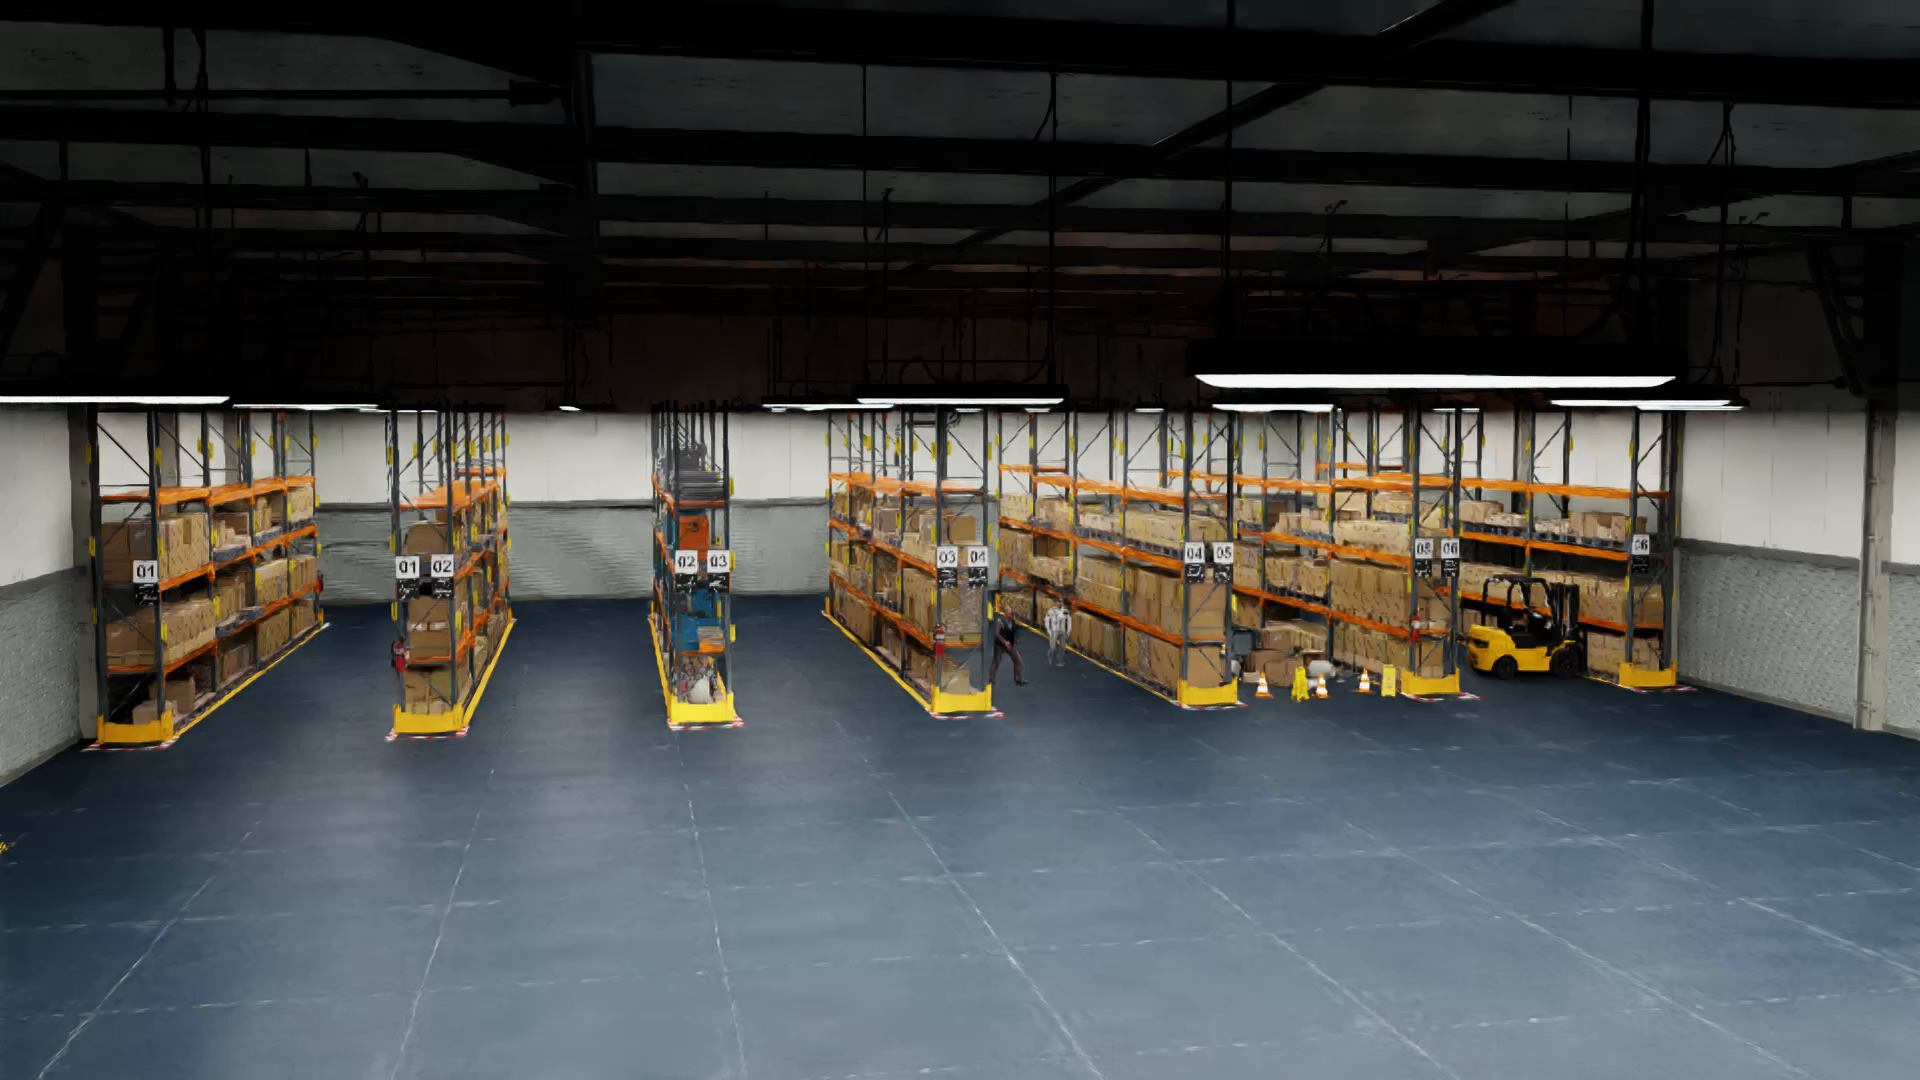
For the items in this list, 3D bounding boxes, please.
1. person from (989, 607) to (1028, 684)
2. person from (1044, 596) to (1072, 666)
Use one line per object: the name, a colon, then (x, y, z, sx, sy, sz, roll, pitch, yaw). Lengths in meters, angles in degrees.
person: (0.967, 2.228, 35.234, 0.676, 1.659, 0.785, -3, 5, -32)
person: (2.236, 2.062, 37.883, 0.639, 1.632, 0.506, -1, 4, -14)
